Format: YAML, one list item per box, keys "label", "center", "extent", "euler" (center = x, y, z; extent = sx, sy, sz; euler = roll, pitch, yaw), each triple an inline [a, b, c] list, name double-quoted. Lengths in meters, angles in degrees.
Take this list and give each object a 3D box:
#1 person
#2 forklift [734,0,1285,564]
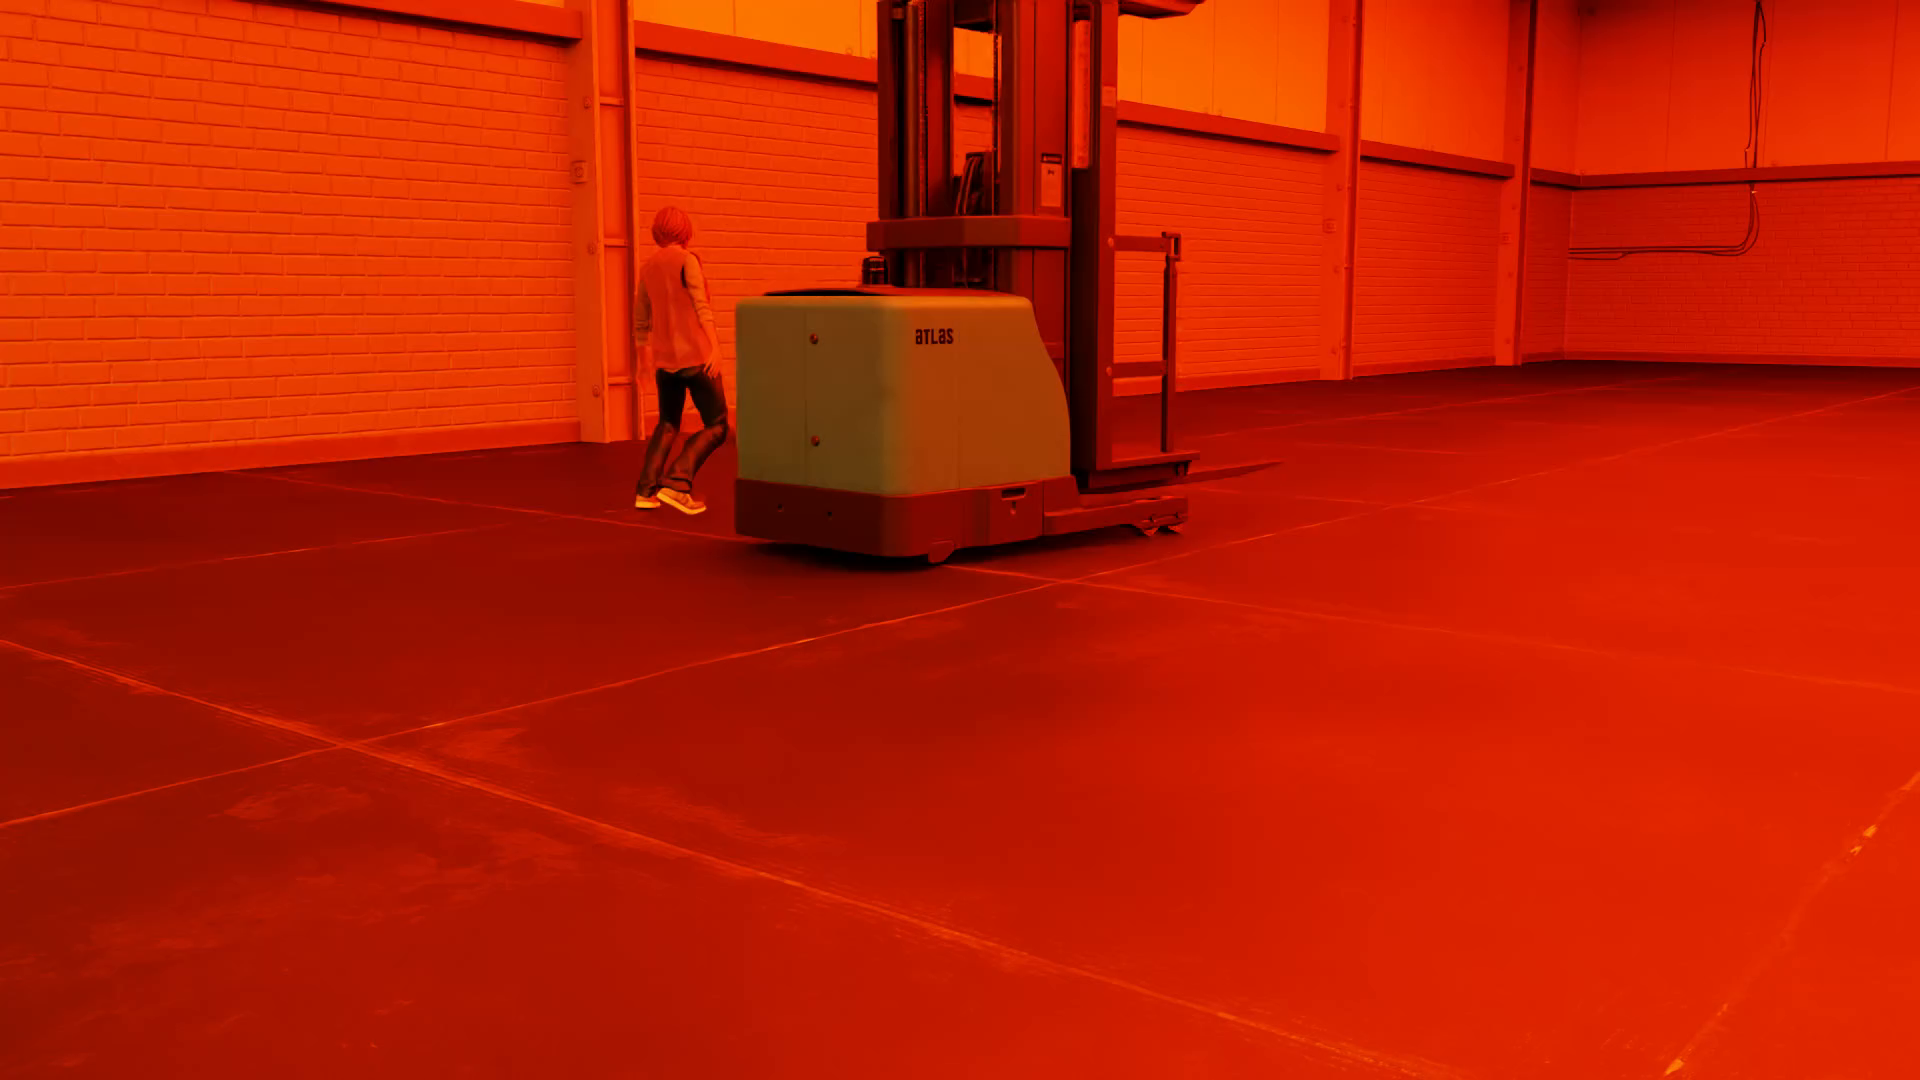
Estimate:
- label: "person"
  center: [-1.409, -0.889, 8.247]
  extent: [0.732, 1.523, 0.434]
  euler: [8, 11, 42]
- label: "forklift"
  center: [0.415, -1.517, 7.649]
  extent: [1.130, 2.935, 3.031]
  euler: [8, 11, 43]
